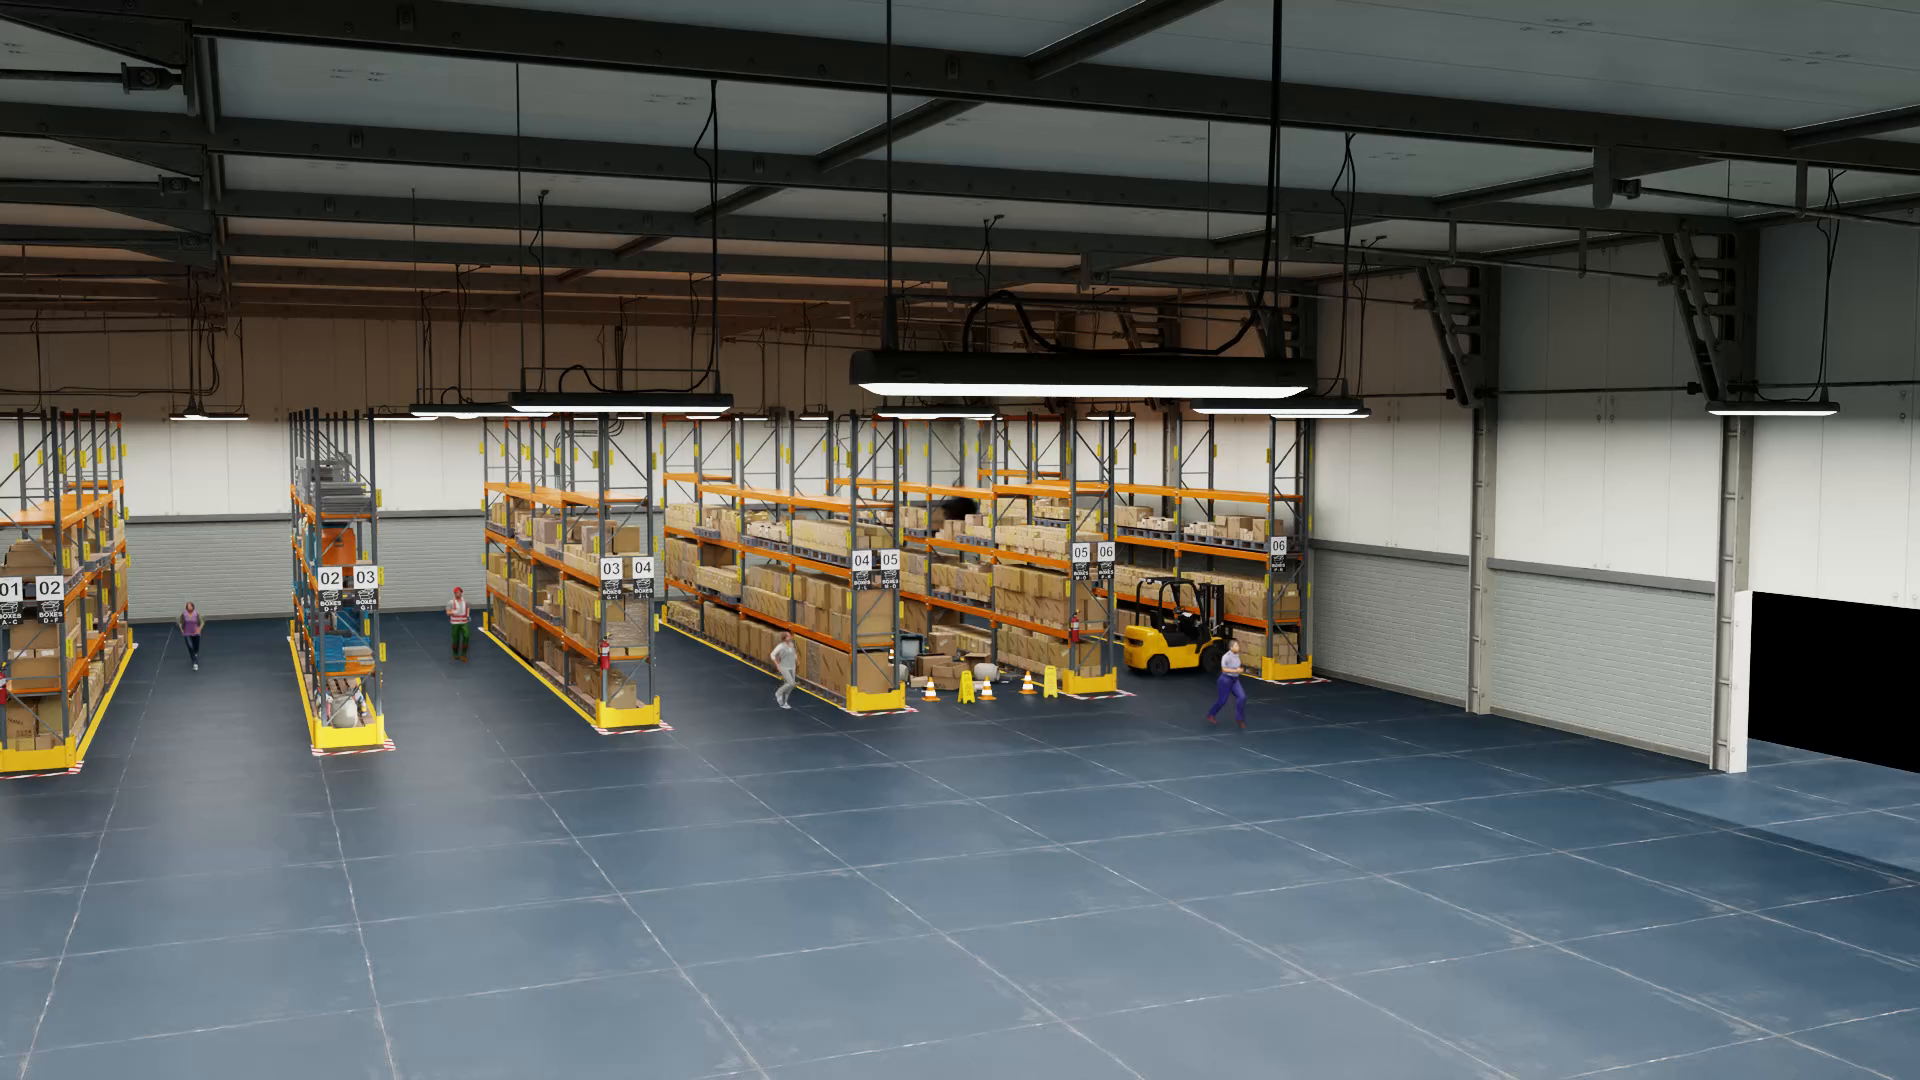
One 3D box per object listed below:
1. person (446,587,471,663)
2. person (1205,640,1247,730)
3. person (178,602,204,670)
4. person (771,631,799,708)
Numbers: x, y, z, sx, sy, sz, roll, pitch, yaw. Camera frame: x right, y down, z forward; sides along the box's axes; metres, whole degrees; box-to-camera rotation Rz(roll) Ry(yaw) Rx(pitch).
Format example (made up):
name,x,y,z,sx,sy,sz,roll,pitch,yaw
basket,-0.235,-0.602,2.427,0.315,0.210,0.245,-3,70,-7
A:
name,x,y,z,sx,sy,sz,roll,pitch,yaw
person,-11.994,2.037,39.875,0.632,1.824,0.705,-2,5,-32
person,5.025,2.720,31.355,0.863,1.694,0.626,3,5,38
person,-18.021,2.232,38.978,0.559,1.564,0.695,-2,4,-24
person,-3.445,2.606,33.345,0.540,1.560,0.532,3,5,40
